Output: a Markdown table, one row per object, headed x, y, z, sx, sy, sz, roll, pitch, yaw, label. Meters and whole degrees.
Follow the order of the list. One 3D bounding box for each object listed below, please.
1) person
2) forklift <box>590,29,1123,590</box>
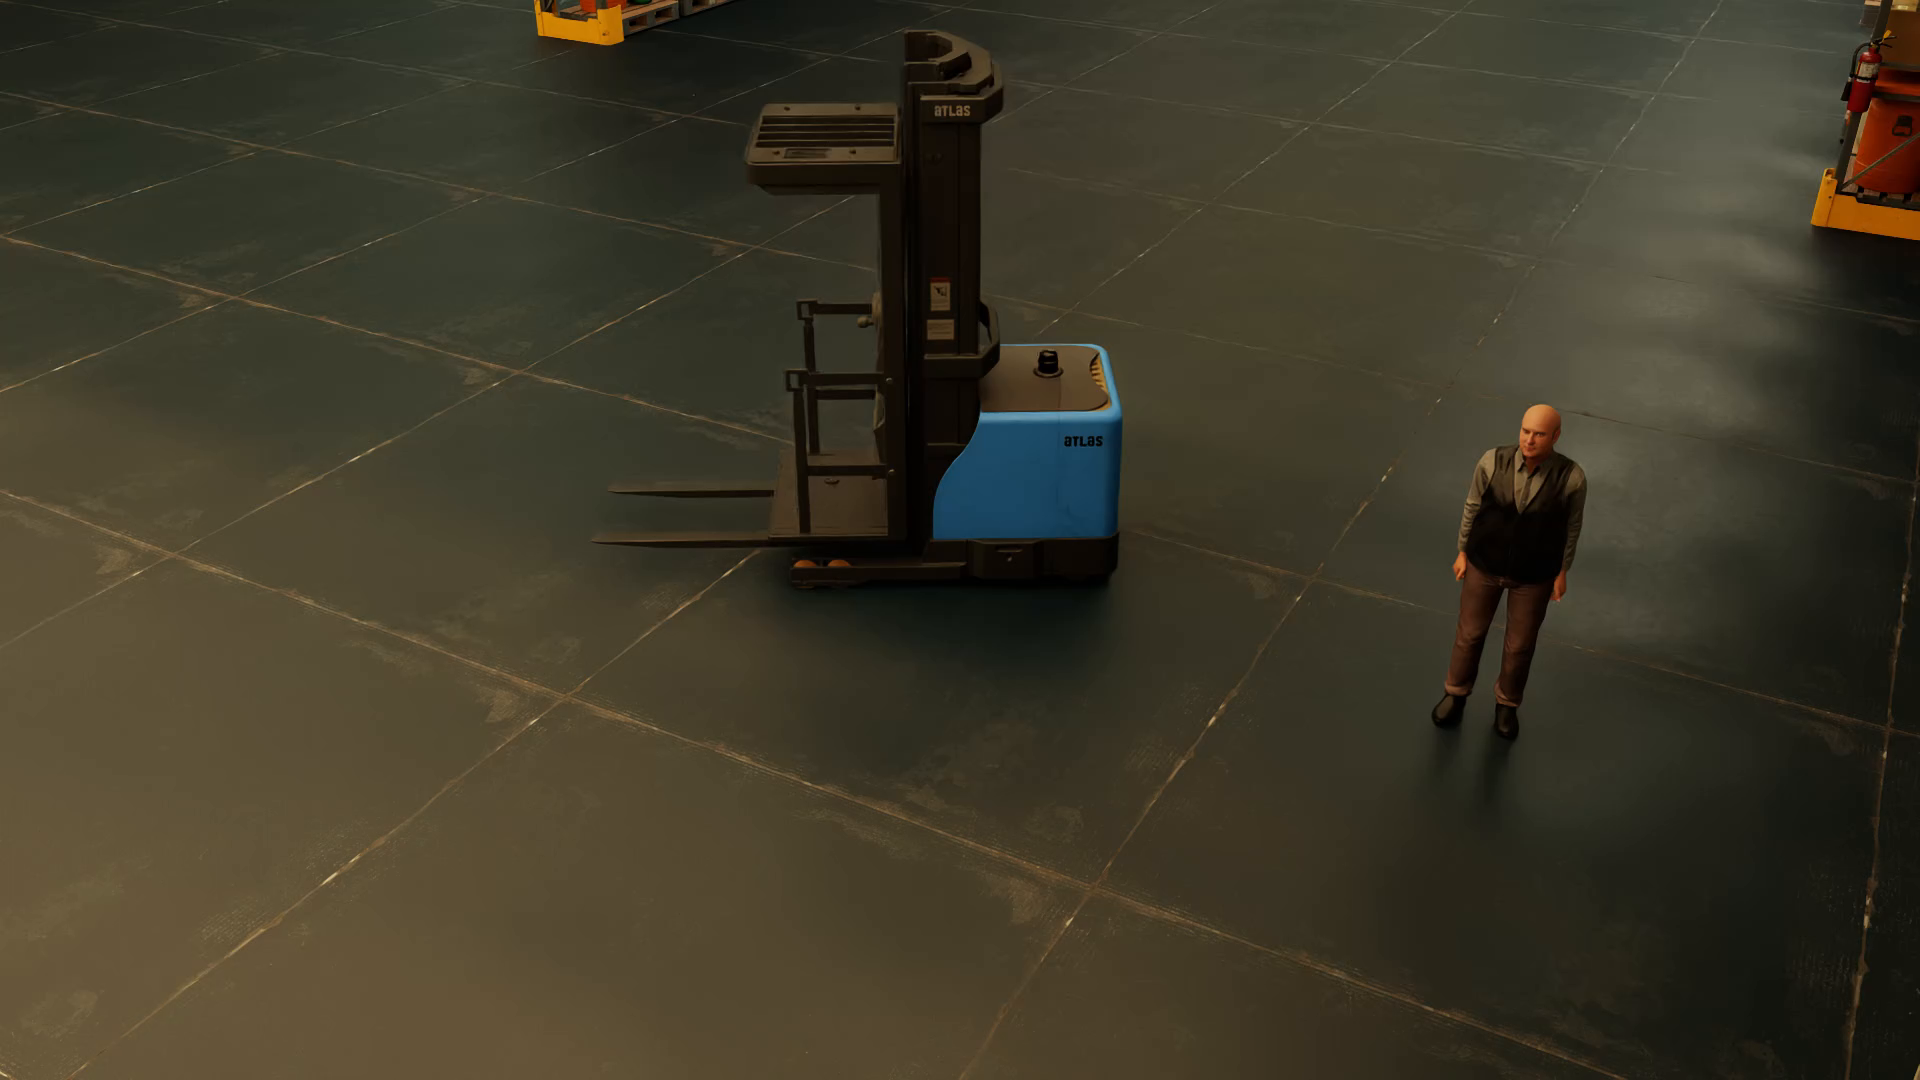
| x | y | z | sx | sy | sz | roll | pitch | yaw | label |
| --- | --- | --- | --- | --- | --- | --- | --- | --- | --- |
| 2.658 | 0.150 | 8.022 | 0.541 | 1.725 | 0.367 | 13 | 32 | 21 | person |
| -0.618 | -1.254 | 9.244 | 3.031 | 2.935 | 1.130 | -1 | 30 | -1 | forklift |
